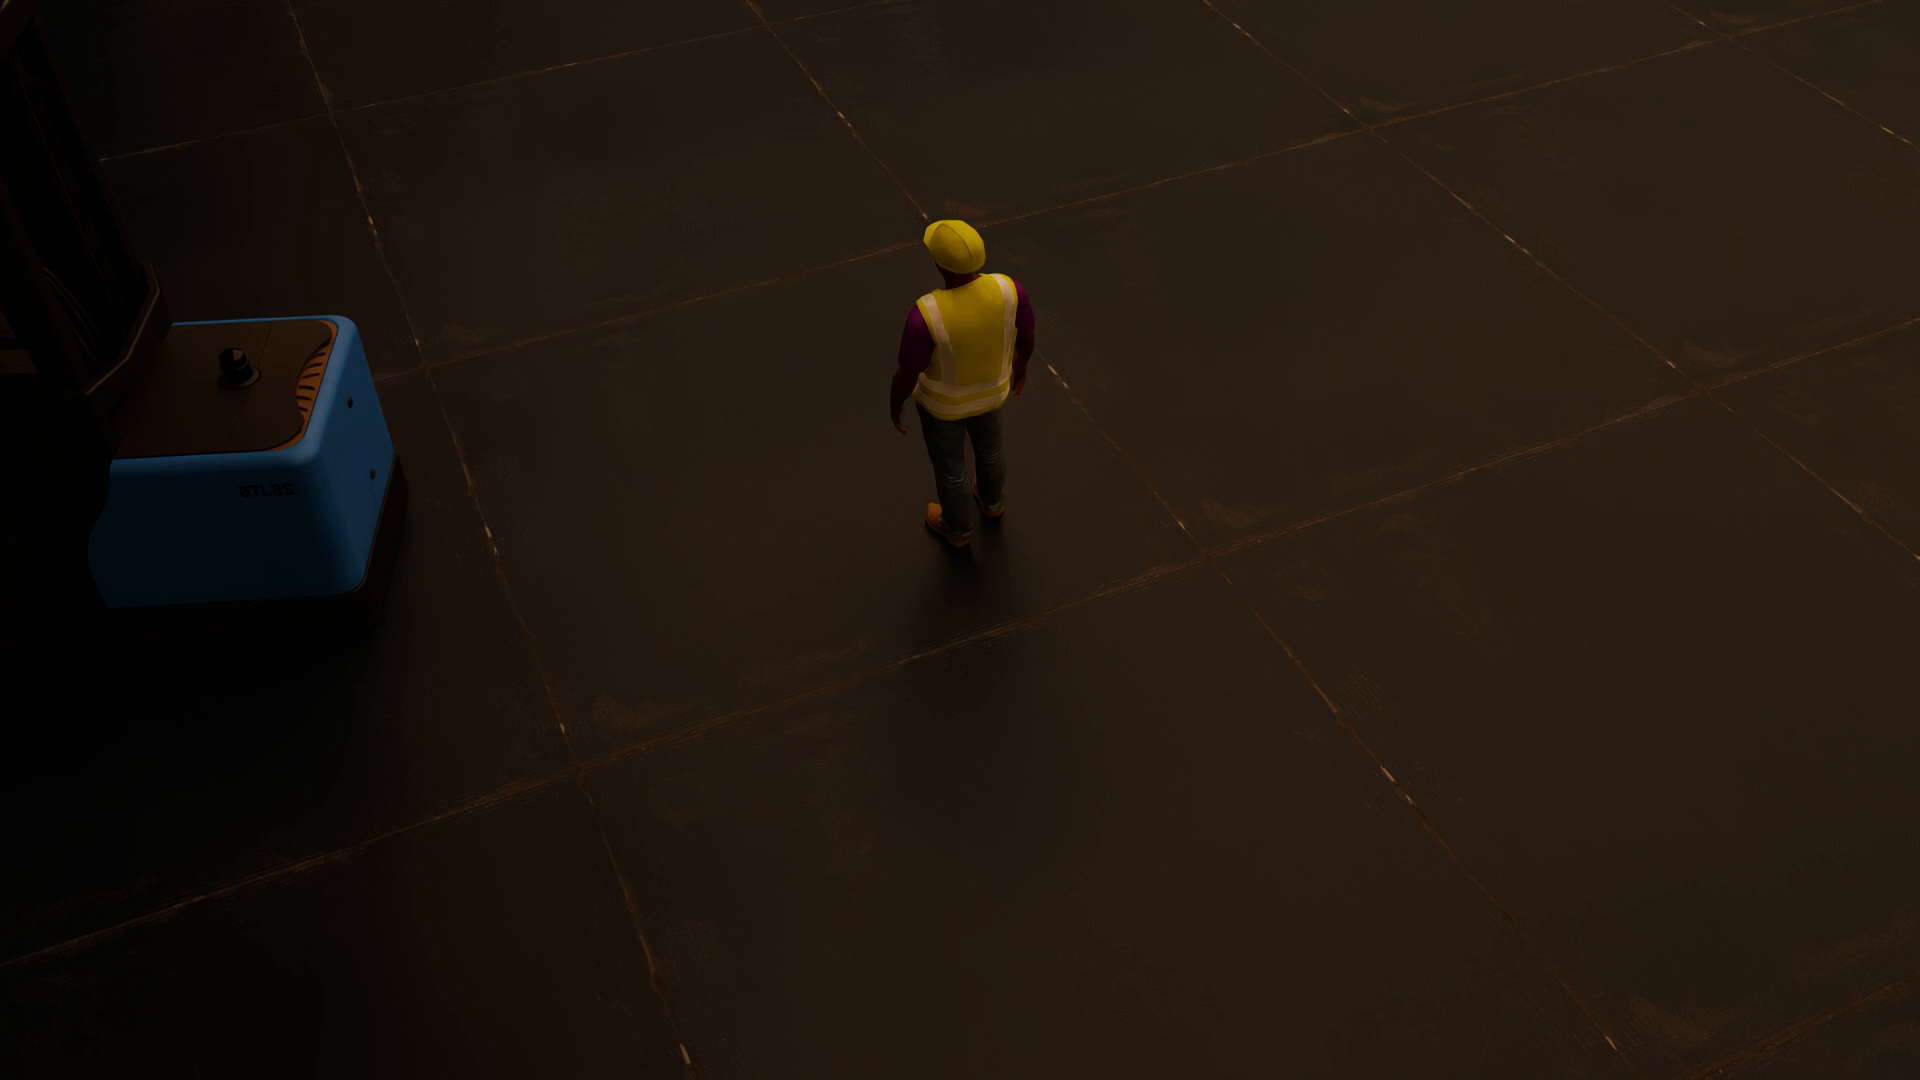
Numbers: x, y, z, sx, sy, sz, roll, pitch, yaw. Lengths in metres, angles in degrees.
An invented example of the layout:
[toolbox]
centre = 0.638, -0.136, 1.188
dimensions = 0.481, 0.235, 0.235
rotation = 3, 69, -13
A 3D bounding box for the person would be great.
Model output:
[person]
centre = -0.025, -0.696, 7.269
dimensions = 0.666, 1.768, 0.575
rotation = -18, 46, -18

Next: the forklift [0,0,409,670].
[forklift]
centre = -4.115, -0.874, 6.617
dimensions = 3.031, 2.935, 1.130
rotation = -3, 43, -4
